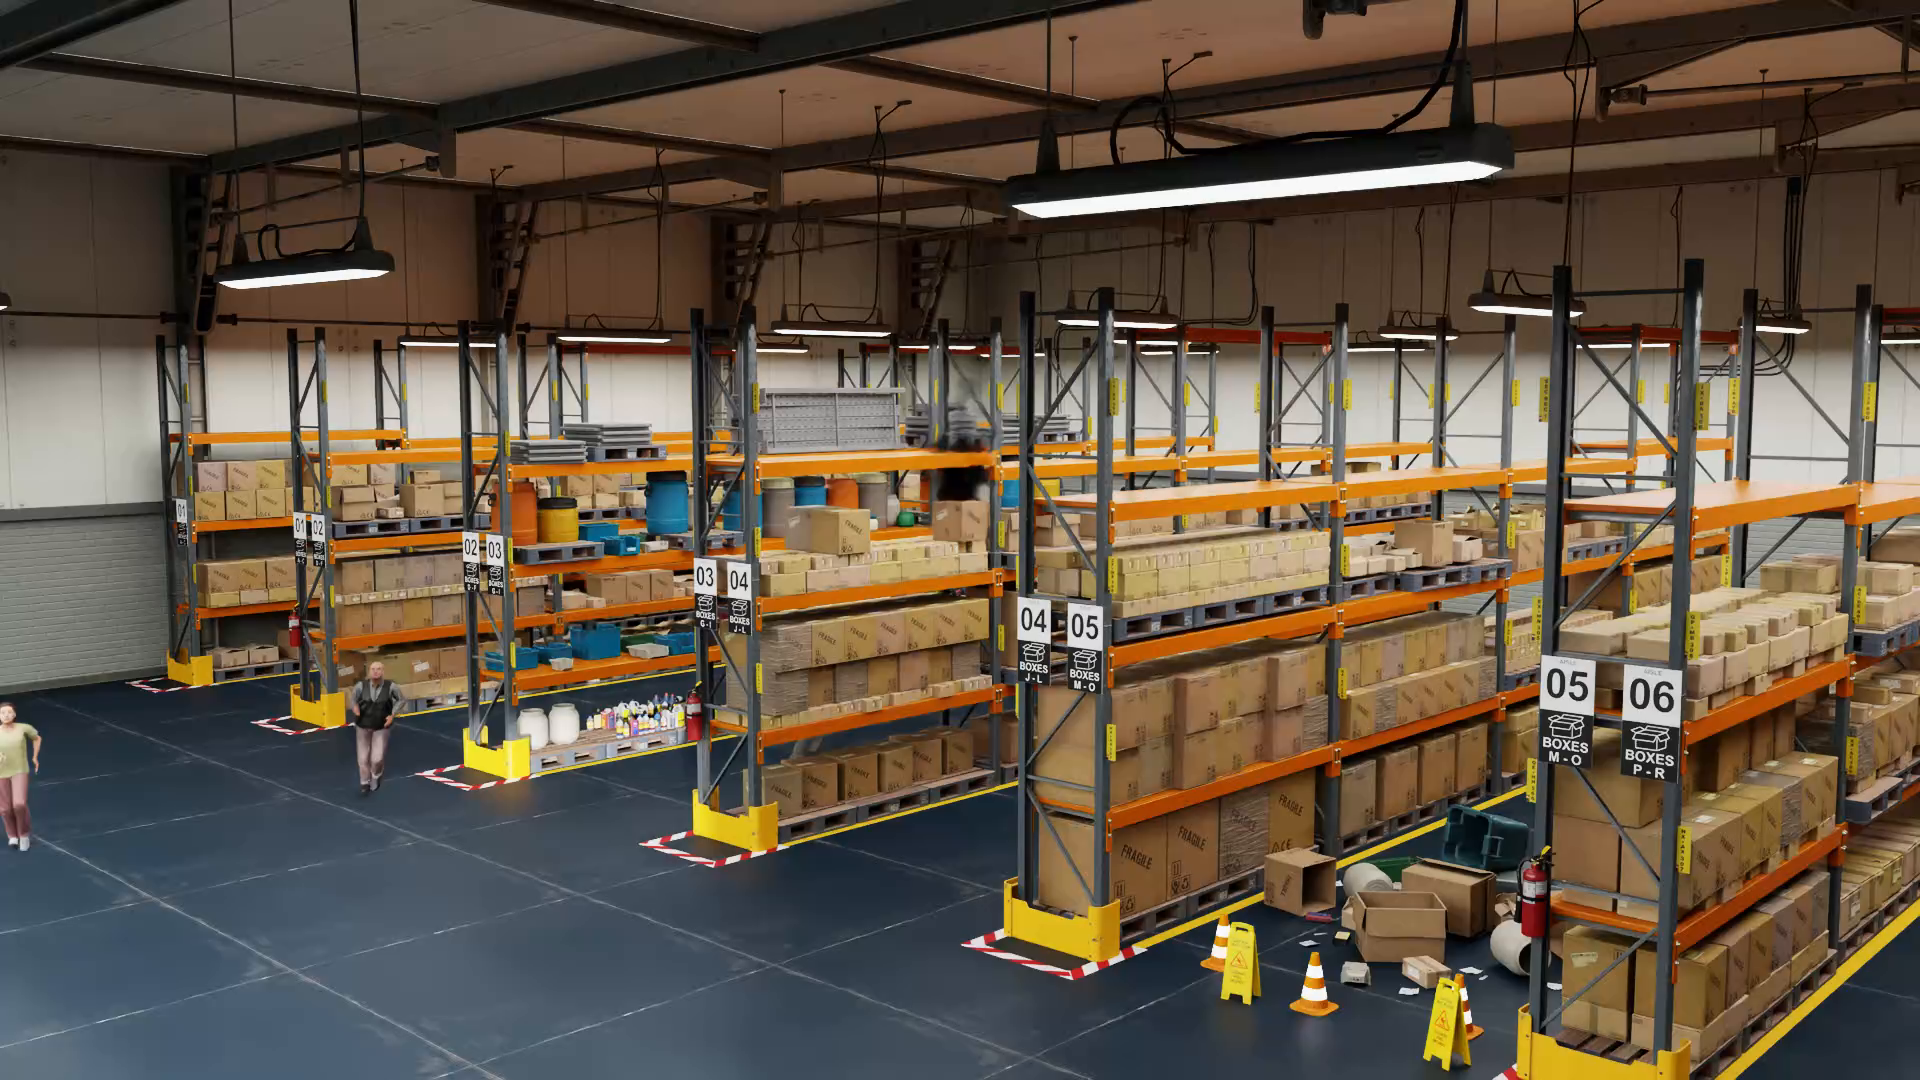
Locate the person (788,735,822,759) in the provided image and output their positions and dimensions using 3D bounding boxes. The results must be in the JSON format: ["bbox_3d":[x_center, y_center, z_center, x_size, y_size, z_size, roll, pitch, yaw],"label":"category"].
[{"bbox_3d":[-2.140,2.143,22.808,0.575,1.696,0.909,3,6,32],"label":"person"}]

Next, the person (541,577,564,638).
[{"bbox_3d":[-7.492,1.474,30.632,0.537,1.585,0.893,5,7,40],"label":"person"}]

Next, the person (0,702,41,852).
[{"bbox_3d":[-10.462,2.611,18.352,0.548,1.668,0.668,-2,6,-23],"label":"person"}]

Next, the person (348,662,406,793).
[{"bbox_3d":[-7.339,2.367,20.875,0.672,1.675,0.614,-1,5,-8],"label":"person"}]
